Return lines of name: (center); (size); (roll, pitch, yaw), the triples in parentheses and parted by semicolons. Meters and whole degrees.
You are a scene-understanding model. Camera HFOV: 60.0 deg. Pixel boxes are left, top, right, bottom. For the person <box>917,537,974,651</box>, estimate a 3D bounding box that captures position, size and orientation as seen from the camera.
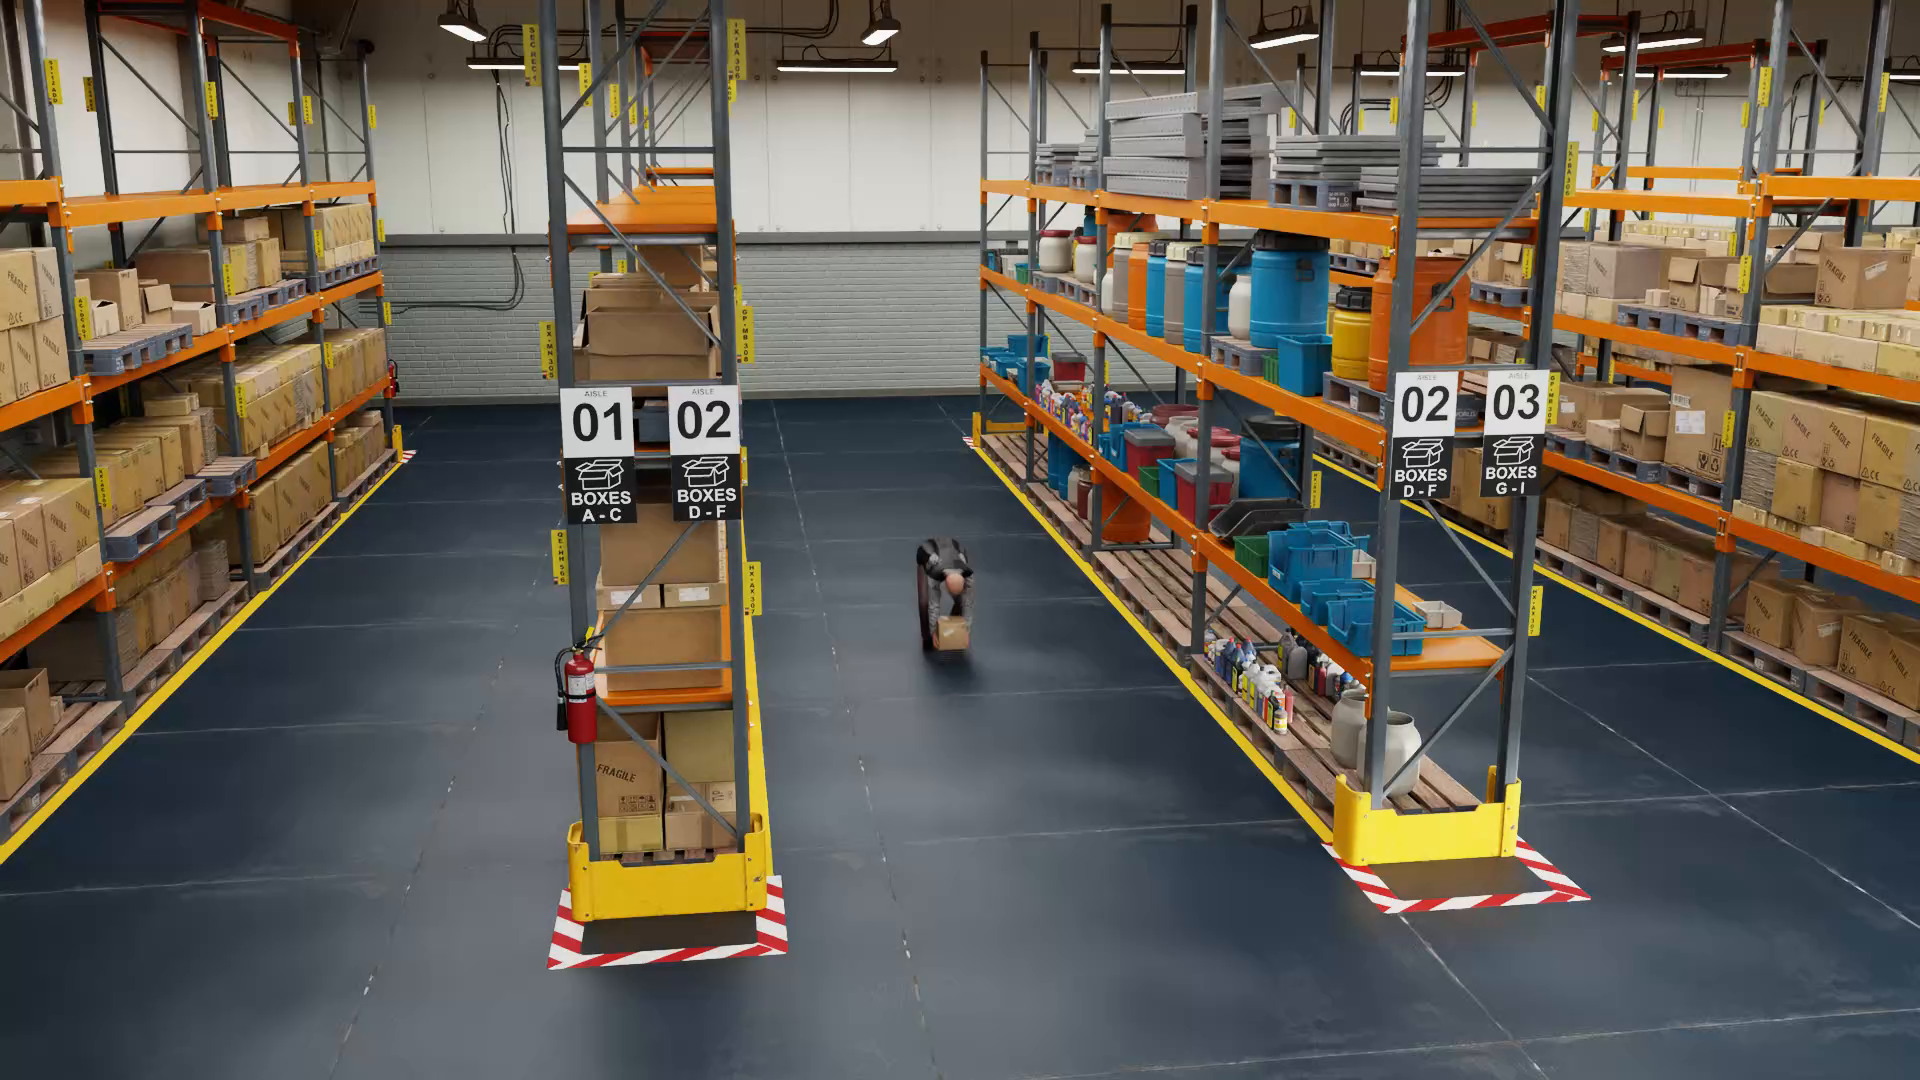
person: (-0.128, 0.533, 15.247); (0.483, 1.041, 0.952); (-3, 13, -11)
